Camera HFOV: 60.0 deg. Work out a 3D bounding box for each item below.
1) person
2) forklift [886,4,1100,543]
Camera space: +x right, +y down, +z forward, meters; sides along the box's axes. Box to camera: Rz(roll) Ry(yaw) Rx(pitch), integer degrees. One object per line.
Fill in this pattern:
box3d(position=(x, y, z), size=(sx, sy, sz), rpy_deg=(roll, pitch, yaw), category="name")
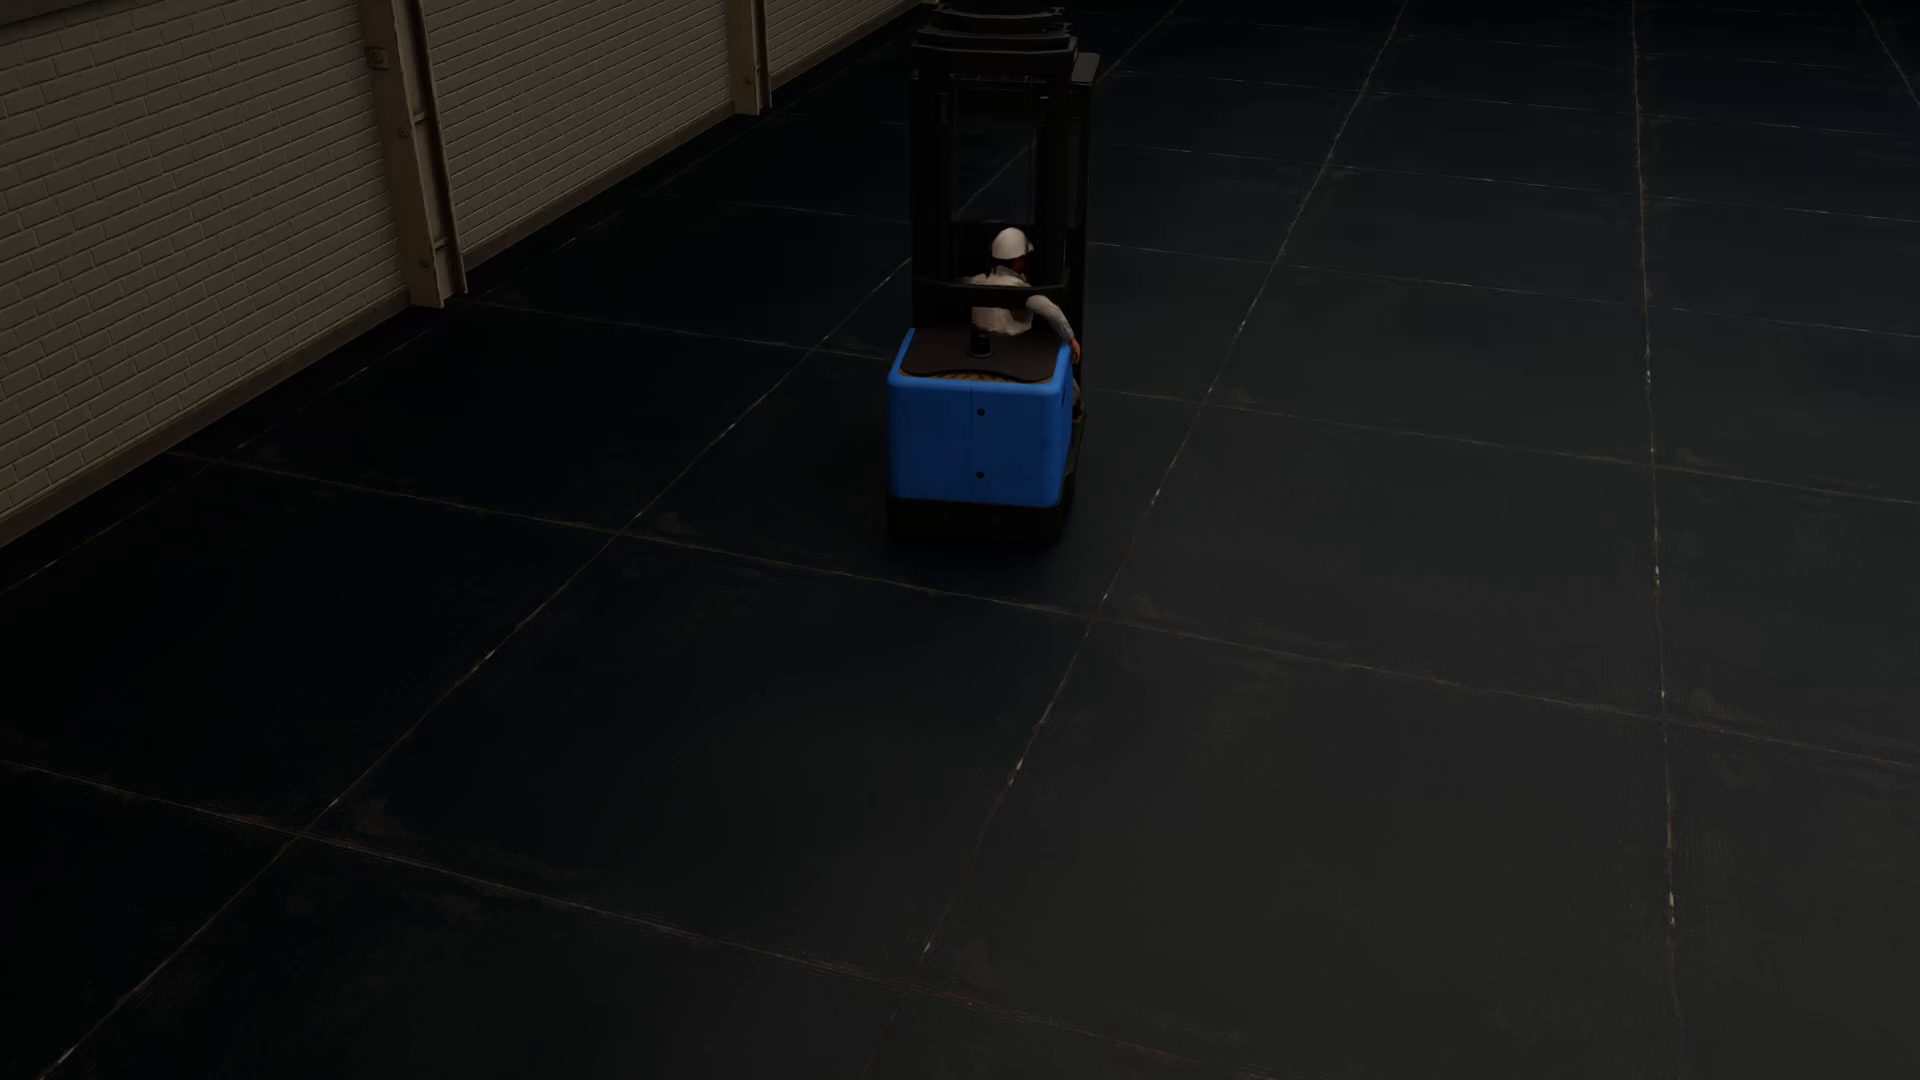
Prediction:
box3d(position=(0.412, -1.228, 10.483), size=(0.815, 1.587, 1.019), rpy_deg=(-22, 36, -33), category="person")
box3d(position=(0.277, -1.965, 10.583), size=(1.130, 2.935, 3.031), rpy_deg=(4, 30, 7), category="forklift")
